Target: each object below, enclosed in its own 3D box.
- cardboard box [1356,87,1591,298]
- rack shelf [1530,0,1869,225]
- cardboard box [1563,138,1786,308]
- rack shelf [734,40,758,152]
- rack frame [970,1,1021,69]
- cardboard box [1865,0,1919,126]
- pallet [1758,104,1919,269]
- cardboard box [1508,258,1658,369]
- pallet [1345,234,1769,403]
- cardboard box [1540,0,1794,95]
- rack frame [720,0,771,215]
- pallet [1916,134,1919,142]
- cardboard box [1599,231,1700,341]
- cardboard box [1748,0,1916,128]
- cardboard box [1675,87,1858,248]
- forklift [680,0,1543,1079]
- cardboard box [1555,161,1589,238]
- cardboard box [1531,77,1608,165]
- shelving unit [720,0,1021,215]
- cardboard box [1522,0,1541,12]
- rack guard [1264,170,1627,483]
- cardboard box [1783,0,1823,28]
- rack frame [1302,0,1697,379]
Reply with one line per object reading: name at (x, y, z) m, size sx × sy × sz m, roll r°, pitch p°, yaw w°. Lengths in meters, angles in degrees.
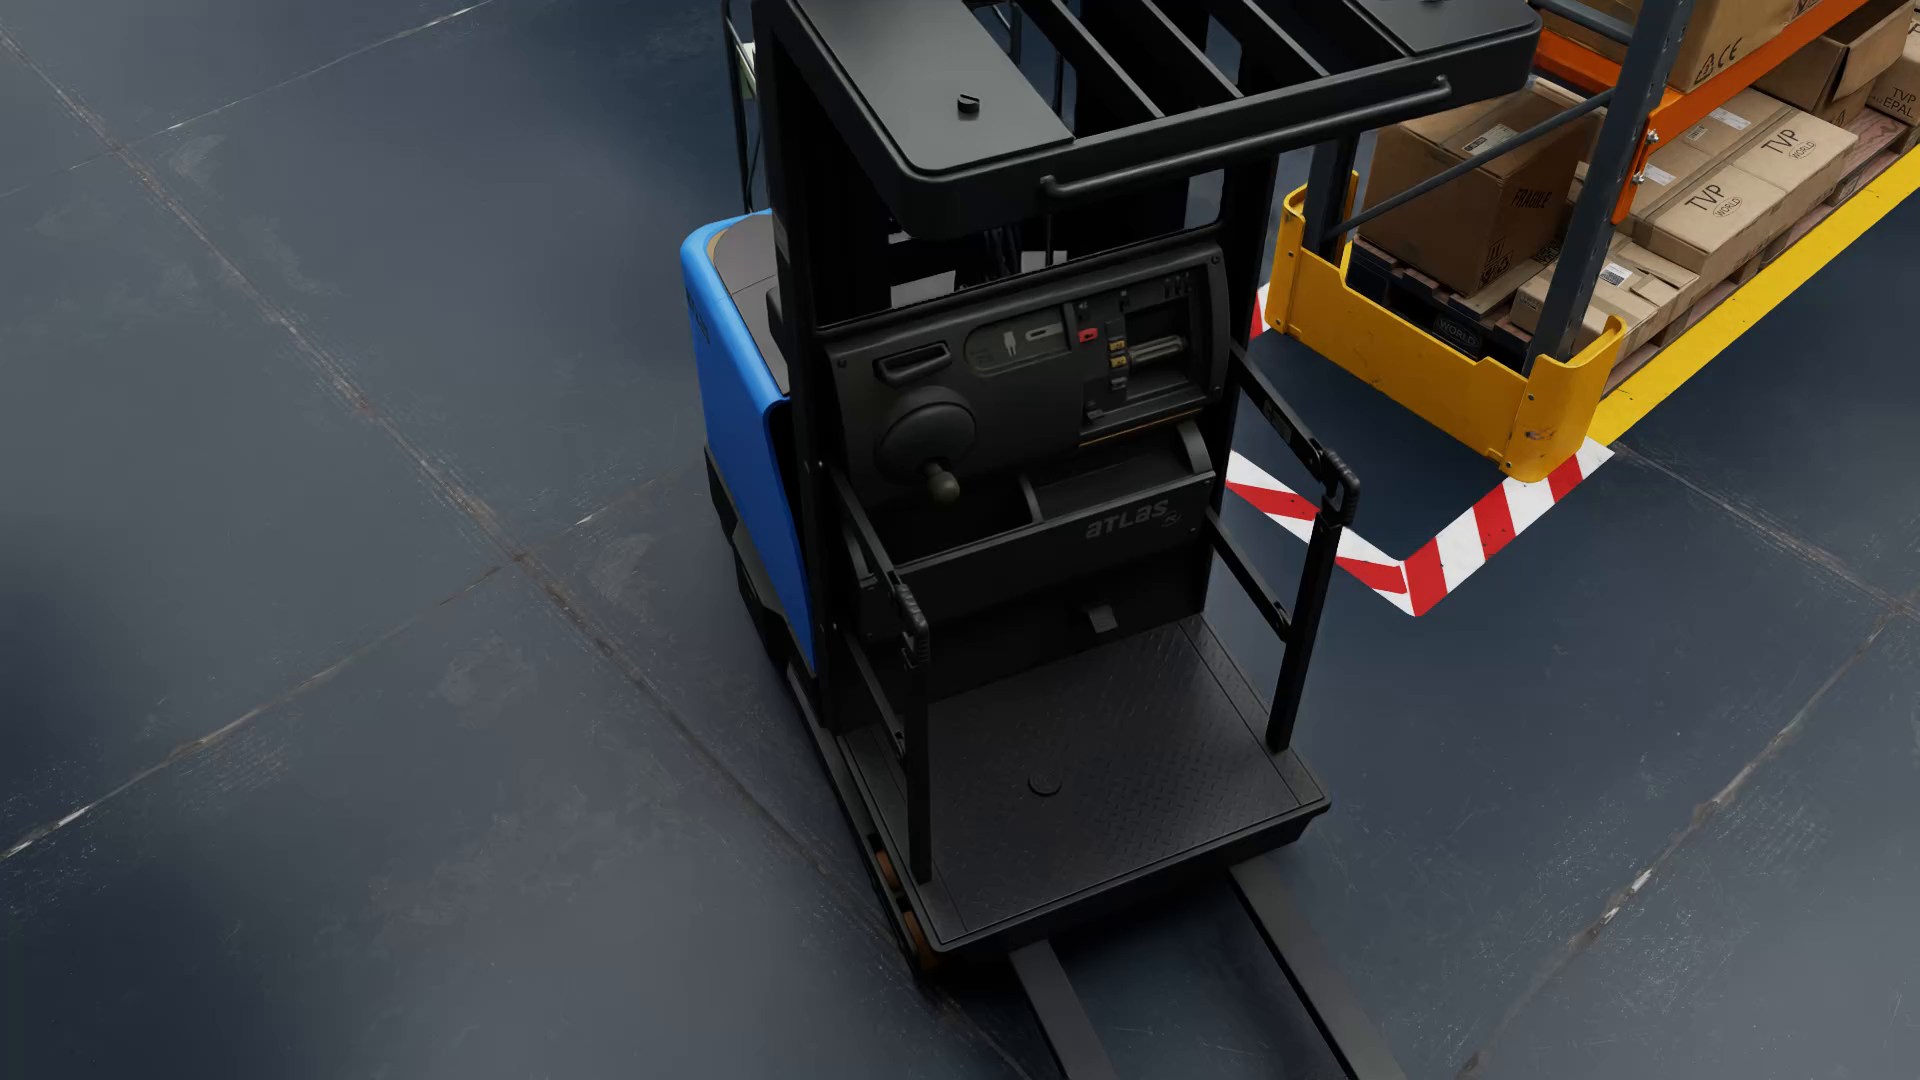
cardboard box at (1.768, -1.252, 5.766) m, size 0.500 × 0.500 × 0.500 m, roll -34°, pitch 56°, yaw -27°
rack shelf at (3.011, -2.293, 5.814) m, size 4.000 × 0.370 × 1.077 m, roll -34°, pitch 56°, yaw -27°
cardboard box at (2.495, -1.126, 5.820) m, size 0.500 × 0.250 × 0.500 m, roll -34°, pitch 56°, yaw -27°
rack shelf at (-0.254, -1.267, 4.868) m, size 0.720 × 0.370 × 0.431 m, roll -15°, pitch 49°, yaw -13°
rack frame at (0.090, -1.095, 5.240) m, size 0.023 × 1.500 × 0.400 m, roll -15°, pitch 49°, yaw -13°
cardboard box at (3.706, -1.956, 6.544) m, size 0.500 × 0.311 × 0.500 m, roll -34°, pitch 56°, yaw -27°
pallet at (3.079, -1.634, 6.615) m, size 1.213 × 0.211 × 1.003 m, roll -34°, pitch 56°, yaw -27°
cardboard box at (2.073, -0.750, 5.542) m, size 0.250 × 0.149 × 0.380 m, roll -34°, pitch 56°, yaw -27°
pallet at (2.177, -1.034, 6.061) m, size 1.213 × 0.211 × 1.003 m, roll -34°, pitch 56°, yaw -27°
cardboard box at (2.037, -1.658, 4.671) m, size 0.500 × 0.500 × 0.500 m, roll -33°, pitch 55°, yaw -26°
rack frame at (-0.598, -0.910, 5.070) m, size 0.023 × 1.500 × 0.400 m, roll -15°, pitch 49°, yaw -13°
pallet at (3.982, -2.241, 7.174) m, size 1.213 × 0.211 × 1.003 m, roll -34°, pitch 56°, yaw -27°
cardboard box at (2.258, -0.880, 5.649) m, size 0.250 × 0.166 × 0.380 m, roll -34°, pitch 56°, yaw -27°
cardboard box at (3.105, -1.896, 6.358) m, size 0.637 × 0.503 × 0.797 m, roll -34°, pitch 56°, yaw -27°
cardboard box at (2.865, -1.374, 6.048) m, size 0.500 × 0.250 × 0.500 m, roll -34°, pitch 56°, yaw -27°
forklift at (0.255, -0.264, 3.499) m, size 1.130 × 2.935 × 3.031 m, roll -17°, pitch 50°, yaw -15°
cardboard box at (2.128, -1.290, 6.028) m, size 0.250 × 0.166 × 0.380 m, roll -34°, pitch 56°, yaw -27°
cardboard box at (2.491, -1.621, 6.276) m, size 0.500 × 0.250 × 0.500 m, roll -34°, pitch 56°, yaw -27°
shelving unit at (-0.254, -1.003, 5.155) m, size 0.755 × 1.500 × 0.431 m, roll -15°, pitch 49°, yaw -13°
cardboard box at (1.680, -1.951, 4.941) m, size 0.500 × 0.500 × 0.500 m, roll -32°, pitch 55°, yaw -26°
rack guard at (1.588, -0.738, 5.590) m, size 0.348 × 0.500 × 1.175 m, roll -34°, pitch 56°, yaw -27°
cardboard box at (2.415, -1.916, 4.909) m, size 0.500 × 0.500 × 0.500 m, roll -34°, pitch 56°, yaw -27°
rack frame at (1.532, -1.548, 4.637) m, size 0.127 × 3.000 × 1.000 m, roll -34°, pitch 56°, yaw -27°
